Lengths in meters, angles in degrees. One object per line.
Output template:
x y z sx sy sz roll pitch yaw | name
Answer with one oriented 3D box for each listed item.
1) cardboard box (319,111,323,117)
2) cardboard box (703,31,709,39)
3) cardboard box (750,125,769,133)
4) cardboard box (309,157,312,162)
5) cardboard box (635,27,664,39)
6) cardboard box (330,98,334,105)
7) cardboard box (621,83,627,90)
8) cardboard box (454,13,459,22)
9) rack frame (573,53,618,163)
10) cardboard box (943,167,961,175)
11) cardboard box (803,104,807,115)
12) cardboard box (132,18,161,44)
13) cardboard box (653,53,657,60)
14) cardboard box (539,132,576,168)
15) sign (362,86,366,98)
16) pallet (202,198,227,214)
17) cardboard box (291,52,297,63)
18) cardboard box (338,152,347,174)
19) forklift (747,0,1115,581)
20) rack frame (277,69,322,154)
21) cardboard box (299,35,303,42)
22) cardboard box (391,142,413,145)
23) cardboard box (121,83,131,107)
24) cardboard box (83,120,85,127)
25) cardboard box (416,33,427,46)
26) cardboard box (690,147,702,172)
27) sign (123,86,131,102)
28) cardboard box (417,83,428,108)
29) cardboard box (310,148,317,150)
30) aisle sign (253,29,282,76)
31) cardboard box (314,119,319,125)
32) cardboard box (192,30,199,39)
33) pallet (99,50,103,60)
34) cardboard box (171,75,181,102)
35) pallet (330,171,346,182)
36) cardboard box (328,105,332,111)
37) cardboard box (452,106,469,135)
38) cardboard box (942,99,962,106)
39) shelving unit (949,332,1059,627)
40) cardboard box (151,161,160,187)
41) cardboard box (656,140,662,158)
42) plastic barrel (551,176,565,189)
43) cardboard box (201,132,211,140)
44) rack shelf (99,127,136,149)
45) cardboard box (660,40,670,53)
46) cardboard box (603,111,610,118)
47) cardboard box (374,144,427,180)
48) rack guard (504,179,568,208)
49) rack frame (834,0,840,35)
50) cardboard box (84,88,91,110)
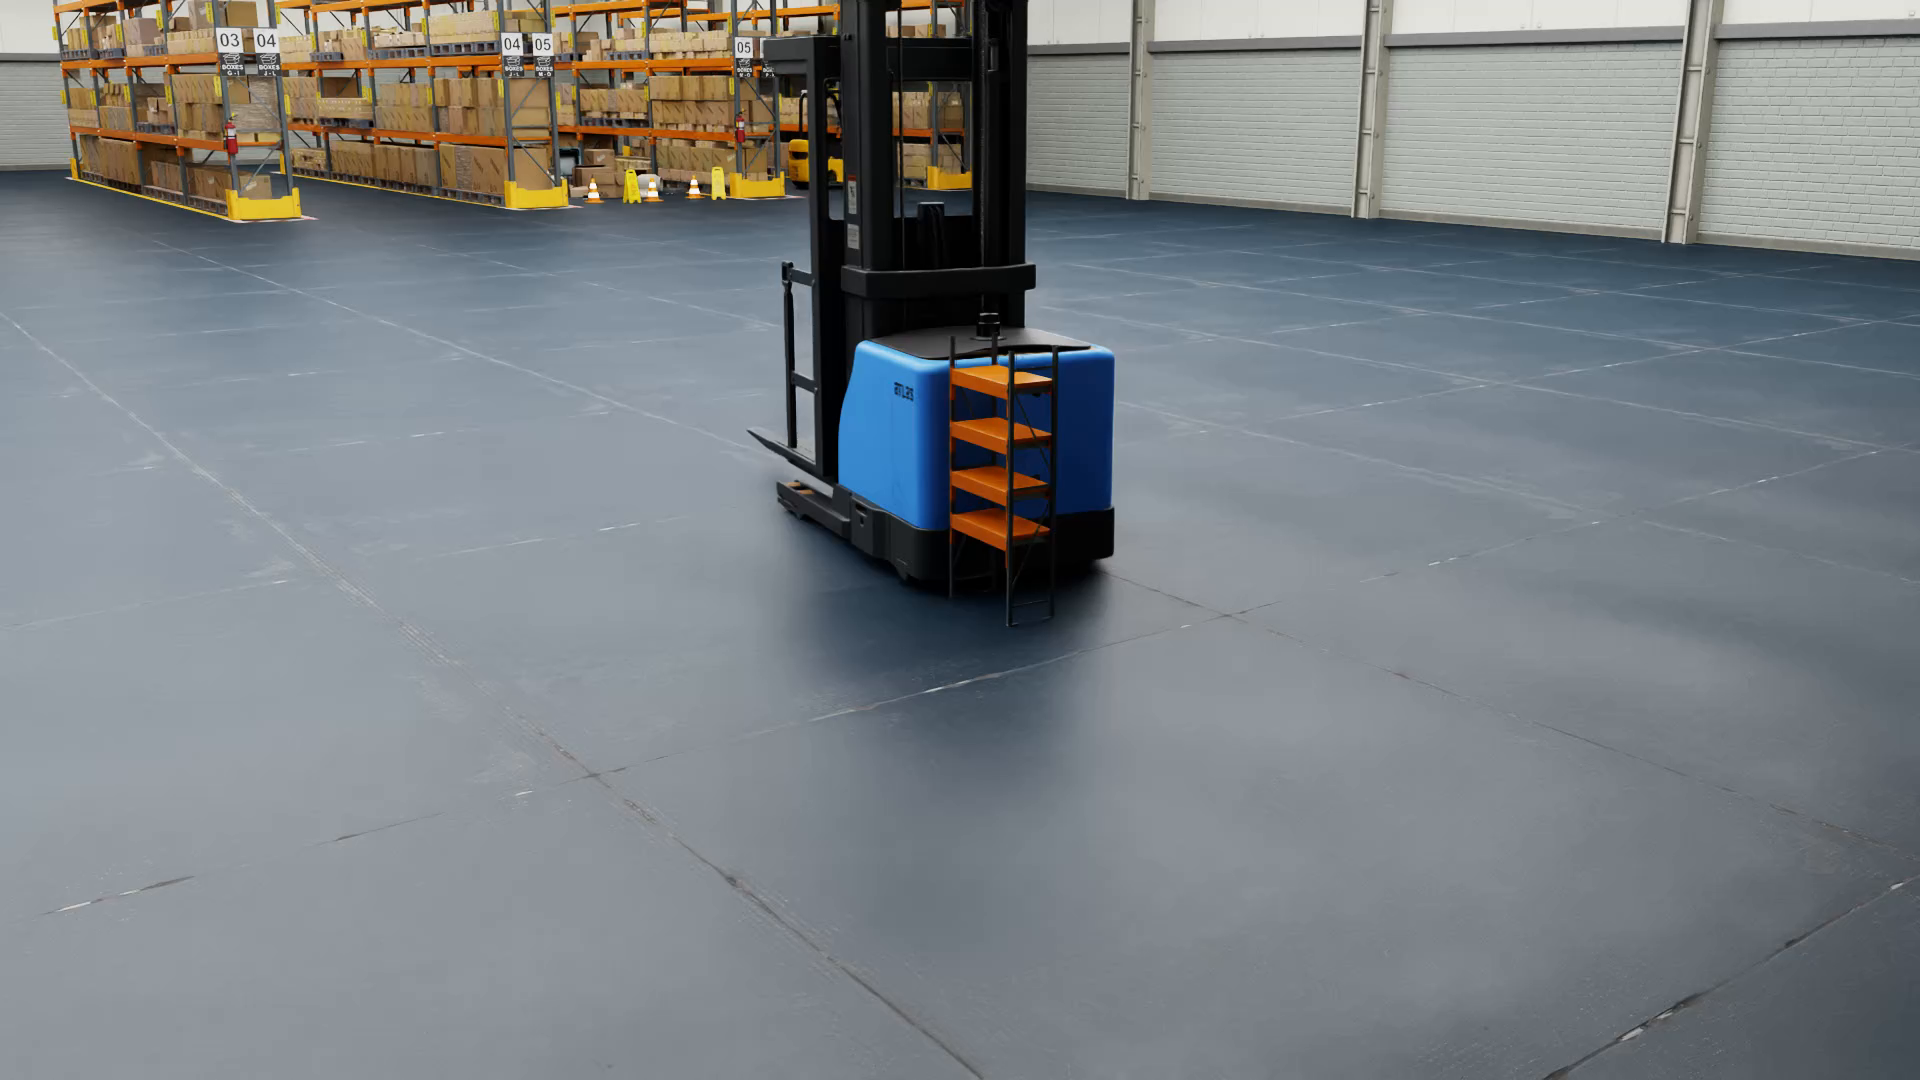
-15.351 -10.360 40.425 0.380 0.149 0.250 -12 19 -37 | cardboard box
-5.179 -10.626 35.001 0.380 0.149 0.250 -11 19 -35 | cardboard box
-4.243 -8.645 34.955 0.380 0.149 0.250 -11 19 -34 | cardboard box
-16.369 -9.713 42.425 0.380 0.149 0.250 -12 19 -37 | cardboard box
-7.006 -11.438 37.542 0.500 0.250 0.500 -10 18 -33 | cardboard box
-14.738 -10.425 39.536 0.380 0.149 0.250 -11 19 -35 | cardboard box
-7.612 -10.486 38.430 0.380 0.149 0.250 -12 19 -37 | cardboard box
-9.673 -10.231 32.574 0.380 0.149 0.250 -11 19 -35 | cardboard box
-8.914 -10.370 40.781 1.000 3.000 0.127 -11 19 -35 | rack frame
-0.328 -8.444 38.159 0.500 0.250 0.500 -11 19 -34 | cardboard box
-3.649 -10.739 41.469 0.500 0.250 0.500 -10 18 -33 | cardboard box
-16.265 -10.212 33.387 0.500 0.500 0.500 -12 19 -36 | cardboard box
-6.578 -10.735 36.911 0.380 0.149 0.250 -11 19 -35 | cardboard box
-10.300 -10.090 42.988 0.875 0.875 0.875 -10 18 -33 | cardboard box
-14.764 -11.079 41.180 0.100 0.325 0.005 -11 19 -35 | sign
-13.433 -6.234 30.952 1.003 0.211 1.213 -11 19 -35 | pallet
-16.591 -12.194 42.048 0.500 0.250 0.500 -11 19 -35 | cardboard box
-14.678 -9.119 40.151 0.500 0.500 0.500 -10 18 -32 | cardboard box
-0.352 -1.566 8.746 1.130 2.935 3.031 -7 17 -25 | forklift
-17.563 -11.288 44.136 1.000 3.000 0.127 -11 19 -35 | rack frame
-16.235 -12.487 41.418 0.380 0.149 0.250 -12 19 -37 | cardboard box
-13.068 -9.123 38.746 0.500 0.250 0.500 -12 19 -37 | cardboard box
-17.728 -9.662 36.105 0.797 0.503 0.637 -10 18 -33 | cardboard box
-20.631 -9.907 39.568 0.380 0.149 0.250 -10 18 -34 | cardboard box
-11.052 -10.477 34.790 0.500 0.250 0.500 -11 19 -34 | cardboard box
-5.493 -8.250 36.028 0.500 0.500 0.500 -11 19 -36 | cardboard box
-17.377 -9.303 34.691 0.100 0.325 0.005 -11 19 -35 | sign
-11.108 -9.471 35.413 0.700 0.500 0.500 -11 19 -35 | cardboard box
-16.945 -10.266 43.881 0.380 0.149 0.250 -10 18 -33 | cardboard box
-11.947 -8.410 28.698 0.394 0.787 0.004 -11 19 -35 | aisle sign
-15.808 -10.375 41.278 0.380 0.149 0.250 -11 19 -36 | cardboard box
-13.401 -8.980 29.549 0.380 0.149 0.250 -12 19 -37 | cardboard box
-18.703 -10.852 37.223 0.805 0.209 1.217 -12 19 -37 | pallet
-14.519 -8.516 31.360 0.500 0.500 0.500 -11 19 -35 | cardboard box
-14.752 -8.923 40.777 1.003 0.211 1.213 -11 19 -35 | pallet
-14.892 -10.338 39.781 0.380 0.149 0.250 -12 19 -37 | cardboard box
-9.716 -8.473 33.569 0.875 0.550 0.550 -11 19 -35 | cardboard box
-0.187 -9.906 37.670 0.380 0.149 0.250 -11 19 -36 | cardboard box
0.184 -0.275 7.306 0.258 1.200 0.503 -9 18 -30 | shelving unit
-16.520 -7.698 34.921 0.700 0.500 0.500 -12 19 -37 | cardboard box
-8.621 -11.384 48.426 0.500 0.500 0.500 -10 18 -34 | cardboard box
-8.599 -7.479 35.099 0.512 0.421 0.421 1 15 4 | plastic barrel
-13.528 -7.335 30.168 0.380 0.149 0.250 -11 19 -35 | cardboard box
-18.106 -8.911 36.816 1.077 0.370 4.000 -11 19 -35 | rack shelf
-6.214 -10.788 36.349 0.500 0.250 0.500 -11 19 -35 | cardboard box
-8.261 -10.120 39.550 0.380 0.149 0.250 -10 18 -31 | cardboard box
-12.574 -8.553 37.610 1.050 0.750 0.750 -11 19 -35 | cardboard box
-8.141 -6.661 31.965 1.175 0.500 0.348 -11 19 -35 | rack guard
-2.550 -13.180 39.686 1.000 3.000 0.127 -11 19 -35 | rack frame
-20.060 -10.283 38.763 0.500 0.500 0.500 -11 19 -34 | cardboard box
